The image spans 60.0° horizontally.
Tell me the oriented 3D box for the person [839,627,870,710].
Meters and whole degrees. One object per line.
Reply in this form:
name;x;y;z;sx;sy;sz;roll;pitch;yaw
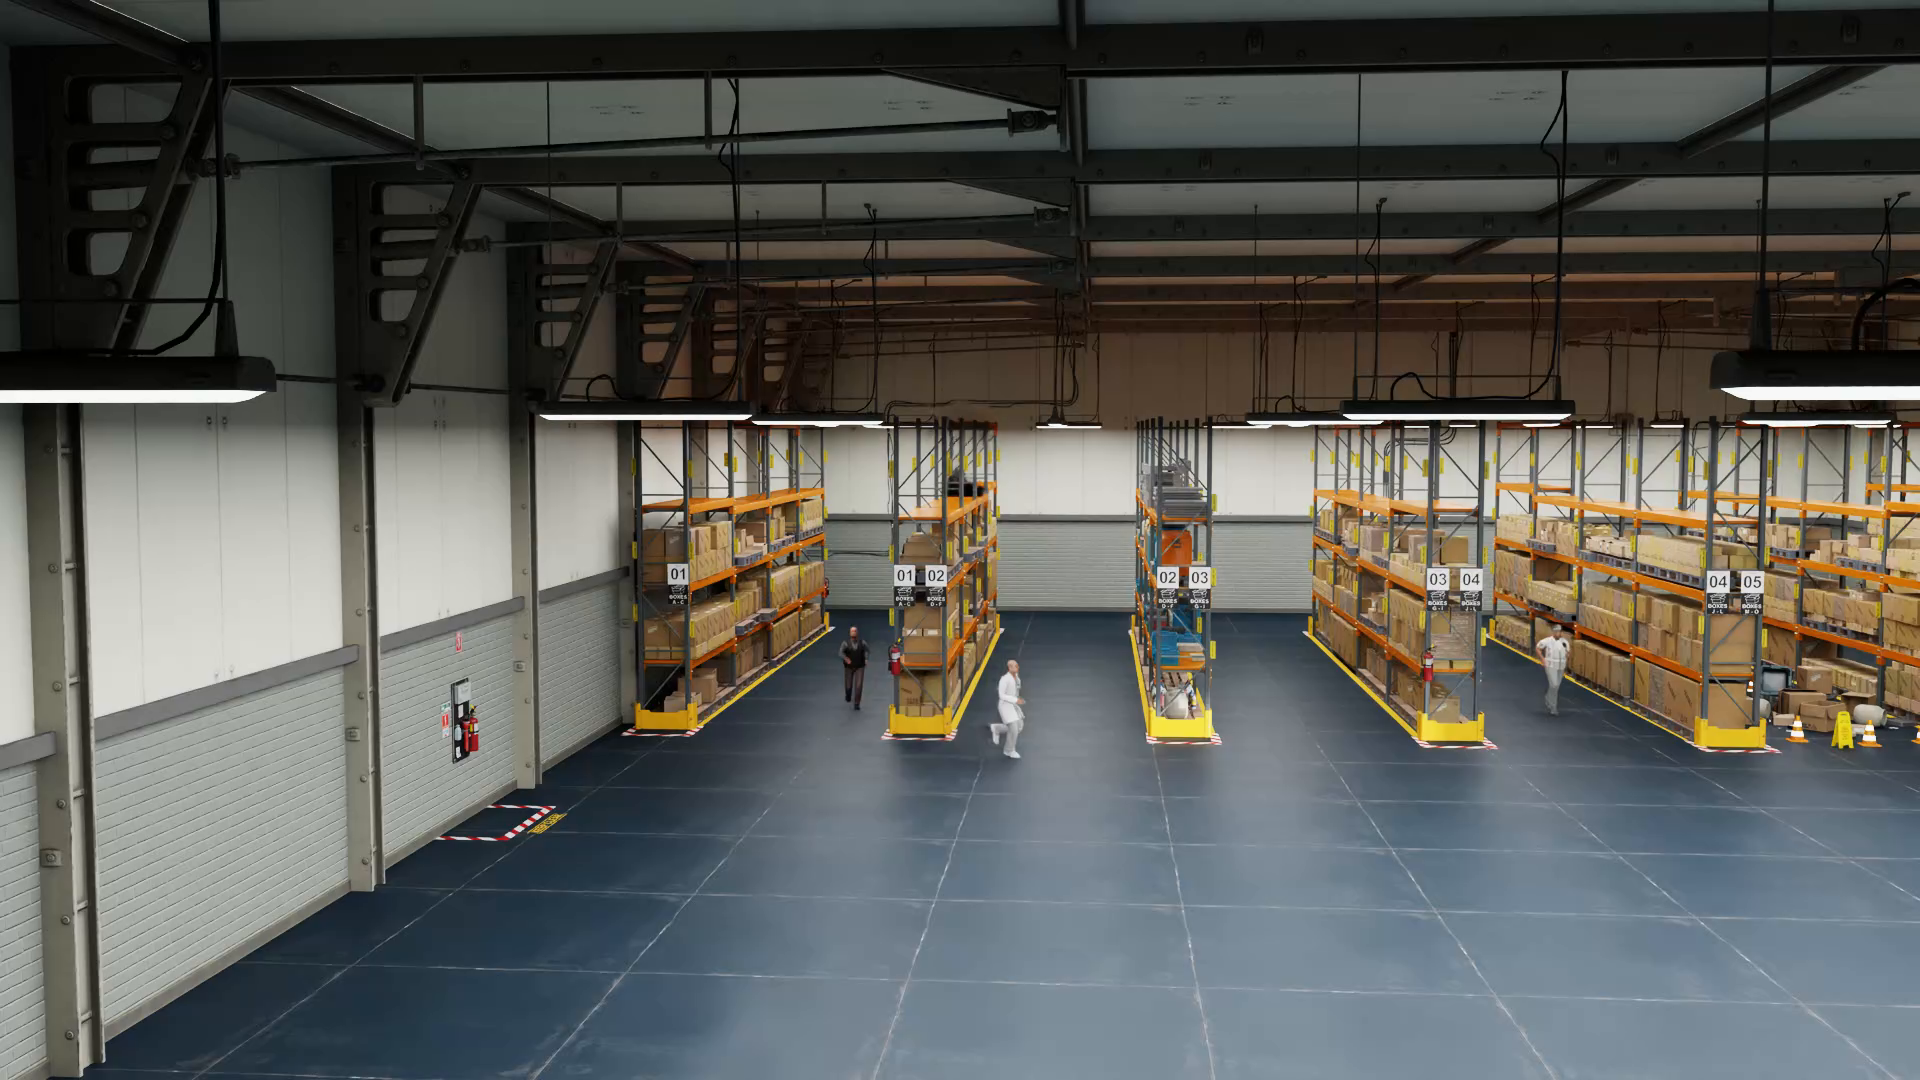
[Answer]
person;-2.174;2.639;34.372;0.666;1.681;0.738;-1;4;-8

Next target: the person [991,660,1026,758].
person;0.867;2.966;29.276;0.735;1.734;0.757;2;4;28

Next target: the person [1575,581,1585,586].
person;17.672;1.707;48.032;0.900;1.764;0.668;-1;4;-21

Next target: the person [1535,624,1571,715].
person;12.139;2.634;33.921;0.642;1.854;0.817;-1;4;-11
